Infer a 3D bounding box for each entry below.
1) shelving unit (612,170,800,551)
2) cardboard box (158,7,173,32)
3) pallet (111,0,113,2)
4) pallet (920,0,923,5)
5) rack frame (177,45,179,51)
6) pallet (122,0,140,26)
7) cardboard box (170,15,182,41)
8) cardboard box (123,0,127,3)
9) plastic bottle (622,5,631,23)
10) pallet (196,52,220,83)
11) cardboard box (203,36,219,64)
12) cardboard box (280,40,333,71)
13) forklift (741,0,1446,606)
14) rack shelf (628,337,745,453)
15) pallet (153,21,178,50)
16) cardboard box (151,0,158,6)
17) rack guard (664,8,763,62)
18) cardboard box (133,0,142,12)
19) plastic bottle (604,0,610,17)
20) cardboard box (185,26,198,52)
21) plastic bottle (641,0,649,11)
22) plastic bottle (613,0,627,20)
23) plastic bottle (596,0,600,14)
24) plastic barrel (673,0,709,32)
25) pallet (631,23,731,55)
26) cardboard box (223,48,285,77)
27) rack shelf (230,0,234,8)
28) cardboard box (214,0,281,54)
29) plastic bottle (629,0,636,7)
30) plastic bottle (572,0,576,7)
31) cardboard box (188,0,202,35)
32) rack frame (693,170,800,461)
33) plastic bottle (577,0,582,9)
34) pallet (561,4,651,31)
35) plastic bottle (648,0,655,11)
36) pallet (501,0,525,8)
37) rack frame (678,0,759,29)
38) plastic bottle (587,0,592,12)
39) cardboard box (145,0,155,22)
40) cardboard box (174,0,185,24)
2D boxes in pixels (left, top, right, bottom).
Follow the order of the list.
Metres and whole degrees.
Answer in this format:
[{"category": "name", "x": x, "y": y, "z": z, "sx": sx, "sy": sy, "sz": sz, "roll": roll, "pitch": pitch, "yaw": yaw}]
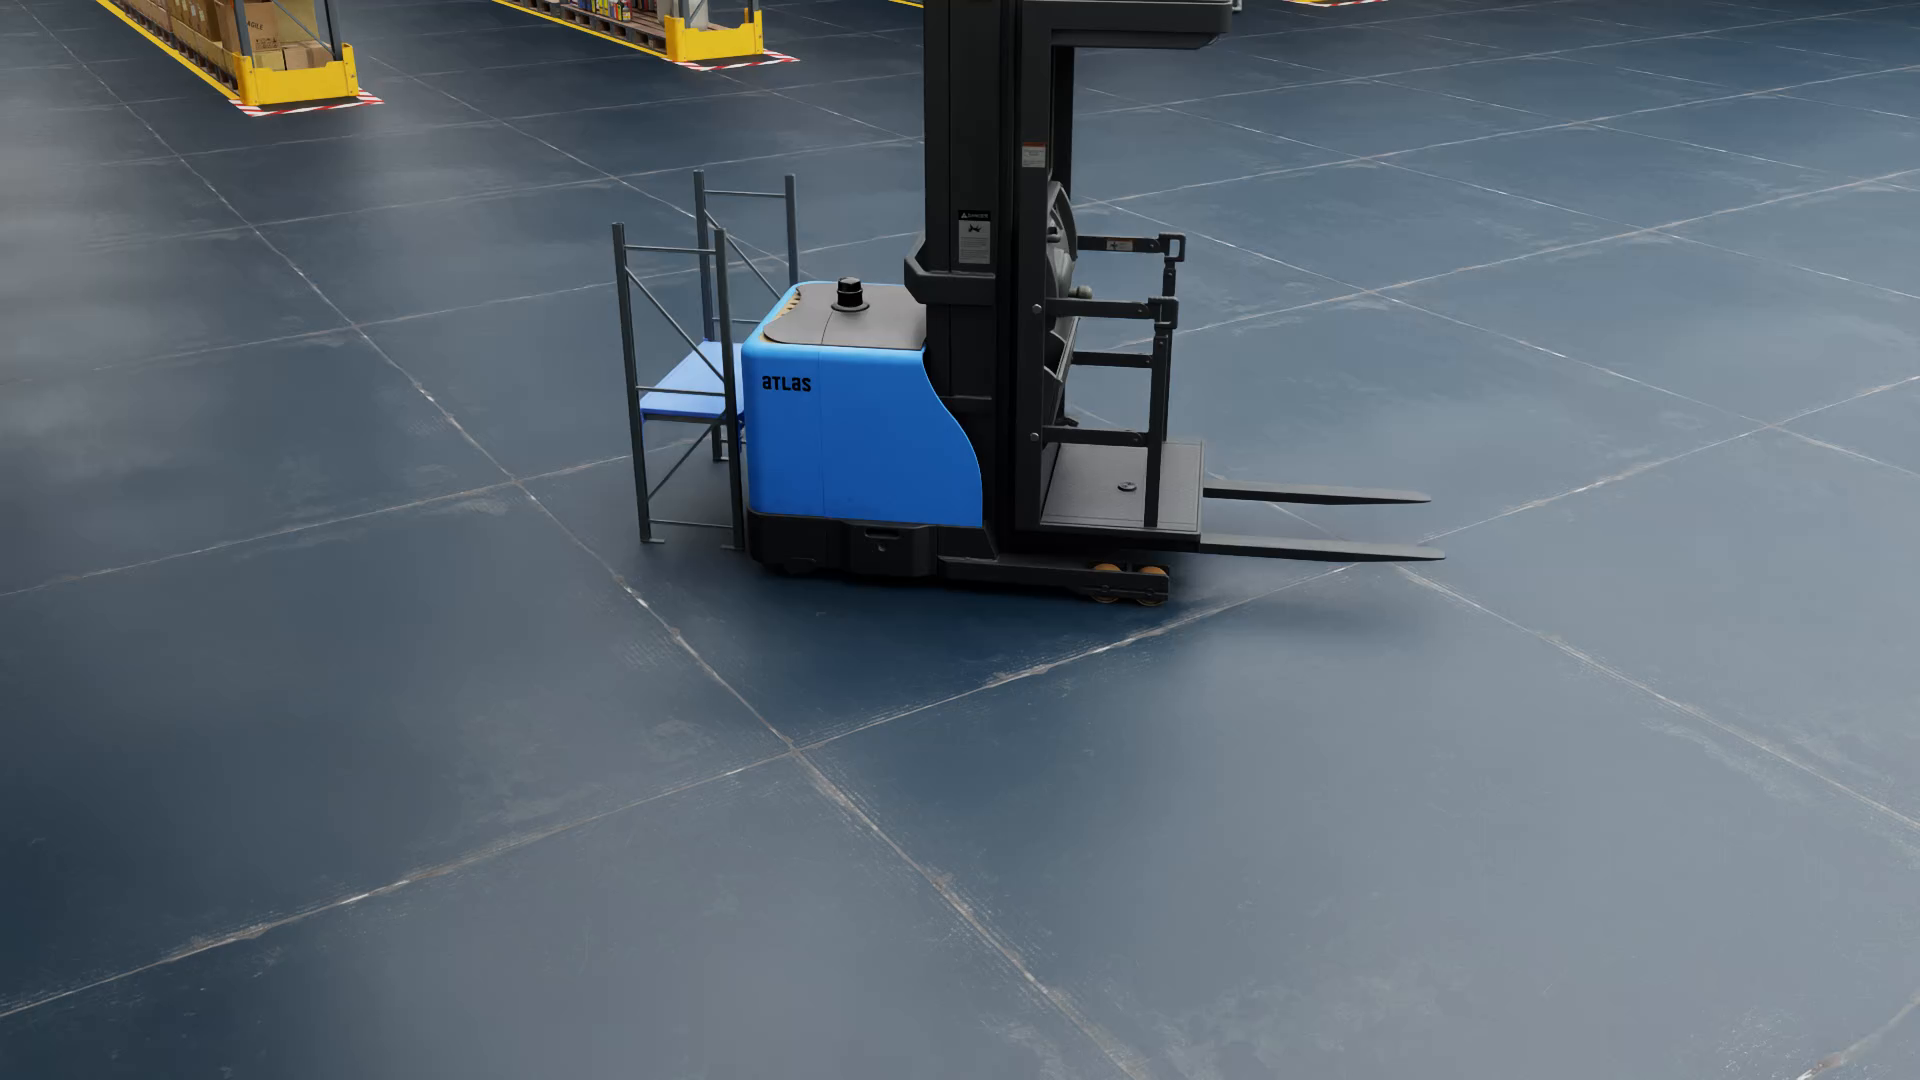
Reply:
[{"category": "shelving unit", "x": -1.136, "y": -0.867, "z": 7.830, "sx": 0.538, "sy": 1.500, "sz": 1.048, "roll": 5, "pitch": 26, "yaw": 10}, {"category": "cardboard box", "x": -9.696, "y": -6.536, "z": 20.811, "sx": 0.500, "sy": 0.250, "sz": 0.500, "roll": -16, "pitch": 30, "yaw": -30}, {"category": "pallet", "x": -12.448, "y": -8.390, "z": 25.276, "sx": 1.003, "sy": 0.211, "sz": 1.213, "roll": -16, "pitch": 29, "yaw": -30}, {"category": "pallet", "x": 0.142, "y": -7.886, "z": 24.209, "sx": 1.003, "sy": 0.211, "sz": 1.213, "roll": -16, "pitch": 29, "yaw": -30}, {"category": "rack frame", "x": -9.226, "y": -7.509, "z": 20.143, "sx": 1.000, "sy": 3.000, "sz": 0.127, "roll": -16, "pitch": 29, "yaw": -30}, {"category": "pallet", "x": -10.993, "y": -7.375, "z": 23.125, "sx": 1.003, "sy": 0.211, "sz": 1.213, "roll": -16, "pitch": 29, "yaw": -30}, {"category": "cardboard box", "x": -9.227, "y": -6.219, "z": 20.139, "sx": 0.500, "sy": 0.250, "sz": 0.500, "roll": -16, "pitch": 29, "yaw": -30}, {"category": "cardboard box", "x": -11.370, "y": -7.630, "z": 23.129, "sx": 0.500, "sy": 0.250, "sz": 0.500, "roll": -16, "pitch": 29, "yaw": -30}, {"category": "plastic bottle", "x": -4.261, "y": -6.719, "z": 21.233, "sx": 0.097, "sy": 0.201, "sz": 0.097, "roll": 0, "pitch": 25, "yaw": 0}, {"category": "pallet", "x": -8.157, "y": -5.517, "z": 19.189, "sx": 1.003, "sy": 0.211, "sz": 1.213, "roll": -16, "pitch": 29, "yaw": -30}, {"category": "cardboard box", "x": -8.141, "y": -5.502, "z": 18.620, "sx": 0.500, "sy": 0.250, "sz": 0.500, "roll": -16, "pitch": 29, "yaw": -30}, {"category": "cardboard box", "x": -7.149, "y": -5.268, "z": 18.125, "sx": 0.500, "sy": 0.250, "sz": 0.500, "roll": -16, "pitch": 29, "yaw": -30}, {"category": "forklift", "x": 0.619, "y": -1.285, "z": 7.039, "sx": 3.031, "sy": 2.935, "sz": 1.130, "roll": 4, "pitch": 26, "yaw": 8}, {"category": "rack shelf", "x": -1.136, "y": -0.705, "z": 7.907, "sx": 0.538, "sy": 0.185, "sz": 1.000, "roll": 5, "pitch": 26, "yaw": 10}, {"category": "pallet", "x": -9.661, "y": -6.502, "z": 21.277, "sx": 1.003, "sy": 0.211, "sz": 1.213, "roll": -16, "pitch": 29, "yaw": -30}, {"category": "cardboard box", "x": -9.977, "y": -6.972, "z": 21.077, "sx": 0.500, "sy": 0.311, "sz": 0.500, "roll": -15, "pitch": 29, "yaw": -28}, {"category": "rack guard", "x": -2.972, "y": -6.117, "z": 20.122, "sx": 1.175, "sy": 0.500, "sz": 0.348, "roll": -16, "pitch": 29, "yaw": -30}, {"category": "cardboard box", "x": -10.806, "y": -7.266, "z": 22.357, "sx": 0.500, "sy": 0.250, "sz": 0.500, "roll": -16, "pitch": 30, "yaw": -31}, {"category": "plastic bottle", "x": -4.545, "y": -6.992, "z": 21.634, "sx": 0.144, "sy": 0.351, "sz": 0.185, "roll": -14, "pitch": 29, "yaw": -27}, {"category": "cardboard box", "x": -8.690, "y": -5.859, "z": 19.376, "sx": 0.500, "sy": 0.250, "sz": 0.500, "roll": -16, "pitch": 29, "yaw": -30}, {"category": "plastic bottle", "x": -4.204, "y": -7.201, "z": 22.157, "sx": 0.061, "sy": 0.283, "sz": 0.133, "roll": -16, "pitch": 29, "yaw": -30}, {"category": "plastic bottle", "x": -4.375, "y": -6.850, "z": 21.421, "sx": 0.152, "sy": 0.276, "sz": 0.135, "roll": -15, "pitch": 29, "yaw": -29}, {"category": "plastic bottle", "x": -4.743, "y": -7.036, "z": 21.903, "sx": 0.097, "sy": 0.201, "sz": 0.097, "roll": 0, "pitch": 25, "yaw": 0}, {"category": "plastic barrel", "x": -3.314, "y": -6.514, "z": 20.457, "sx": 0.421, "sy": 0.512, "sz": 0.421, "roll": 0, "pitch": 25, "yaw": 0}, {"category": "pallet", "x": -3.411, "y": -6.278, "z": 20.802, "sx": 1.003, "sy": 0.211, "sz": 1.213, "roll": -16, "pitch": 29, "yaw": -30}, {"category": "cardboard box", "x": -7.583, "y": -5.148, "z": 17.870, "sx": 0.500, "sy": 0.250, "sz": 0.500, "roll": -16, "pitch": 29, "yaw": -30}, {"category": "rack shelf", "x": -8.135, "y": -6.468, "z": 18.781, "sx": 1.077, "sy": 0.370, "sz": 4.000, "roll": -16, "pitch": 29, "yaw": -30}, {"category": "cardboard box", "x": -7.585, "y": -5.486, "z": 17.708, "sx": 0.500, "sy": 0.500, "sz": 0.500, "roll": -16, "pitch": 29, "yaw": -30}, {"category": "plastic bottle", "x": -4.487, "y": -7.354, "z": 22.489, "sx": 0.152, "sy": 0.276, "sz": 0.135, "roll": -16, "pitch": 29, "yaw": -30}, {"category": "plastic bottle", "x": -5.212, "y": -7.343, "z": 22.554, "sx": 0.097, "sy": 0.201, "sz": 0.097, "roll": 0, "pitch": 25, "yaw": 0}, {"category": "cardboard box", "x": -8.415, "y": -6.020, "z": 18.838, "sx": 0.500, "sy": 0.500, "sz": 0.500, "roll": -16, "pitch": 29, "yaw": -30}, {"category": "rack frame", "x": -1.034, "y": -1.080, "z": 8.281, "sx": 0.500, "sy": 1.500, "sz": 0.032, "roll": 5, "pitch": 26, "yaw": 10}, {"category": "plastic bottle", "x": -5.068, "y": -7.304, "z": 22.383, "sx": 0.152, "sy": 0.276, "sz": 0.135, "roll": -14, "pitch": 29, "yaw": -28}, {"category": "pallet", "x": -4.743, "y": -7.151, "z": 22.651, "sx": 1.003, "sy": 0.211, "sz": 1.213, "roll": -16, "pitch": 29, "yaw": -30}, {"category": "plastic bottle", "x": -4.115, "y": -7.223, "z": 22.212, "sx": 0.152, "sy": 0.276, "sz": 0.135, "roll": -15, "pitch": 29, "yaw": -29}, {"category": "pallet", "x": -6.206, "y": -8.110, "z": 24.681, "sx": 1.003, "sy": 0.211, "sz": 1.213, "roll": -16, "pitch": 29, "yaw": -30}, {"category": "rack frame", "x": -2.891, "y": -7.231, "z": 19.554, "sx": 1.000, "sy": 3.000, "sz": 0.127, "roll": -16, "pitch": 29, "yaw": -30}, {"category": "plastic bottle", "x": -4.878, "y": -7.210, "z": 22.097, "sx": 0.144, "sy": 0.351, "sz": 0.185, "roll": -17, "pitch": 30, "yaw": -32}, {"category": "cardboard box", "x": -10.250, "y": -6.900, "z": 21.582, "sx": 0.500, "sy": 0.250, "sz": 0.500, "roll": -15, "pitch": 29, "yaw": -28}, {"category": "cardboard box", "x": -8.956, "y": -6.379, "z": 19.599, "sx": 0.500, "sy": 0.500, "sz": 0.500, "roll": -16, "pitch": 29, "yaw": -30}]
